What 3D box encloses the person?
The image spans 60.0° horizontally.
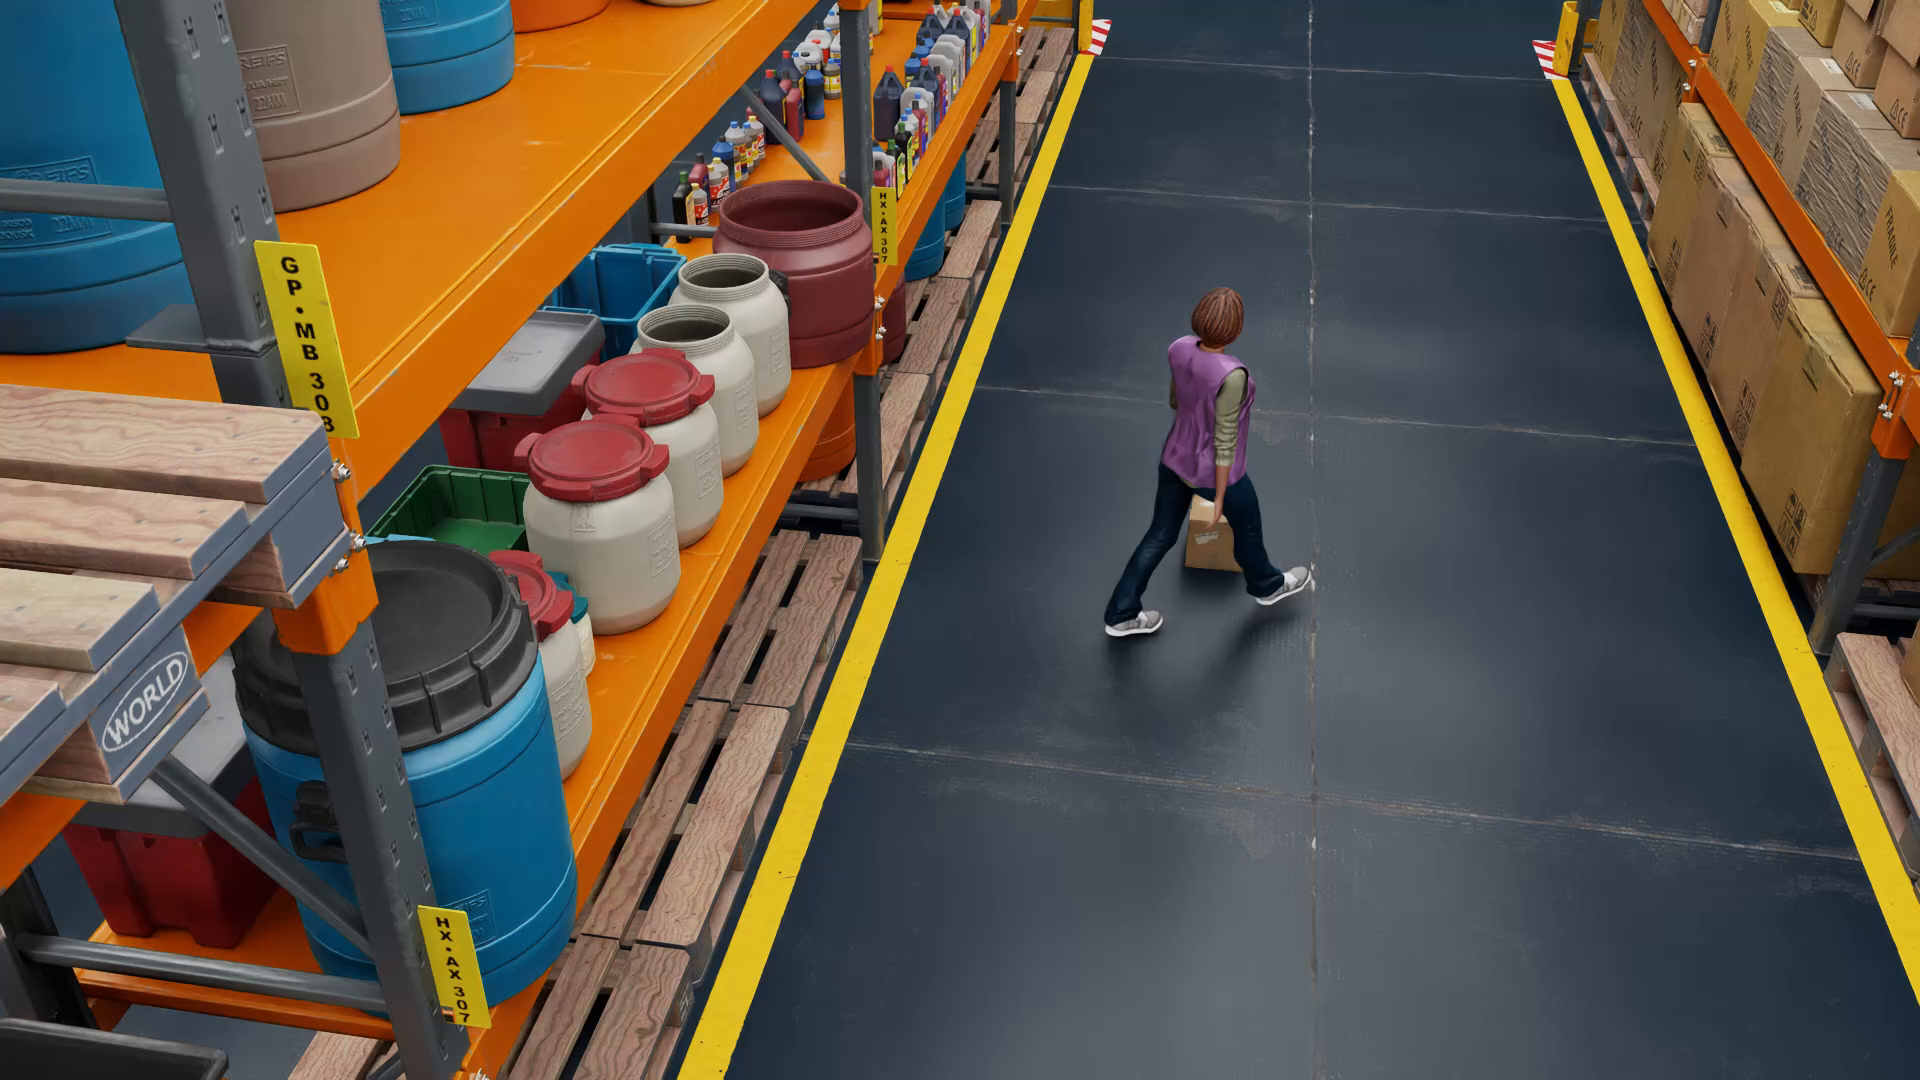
[{"bbox_3d":[1.036,-0.334,6.684,0.949,1.539,0.444,-24,40,-32],"label":"person"}]
